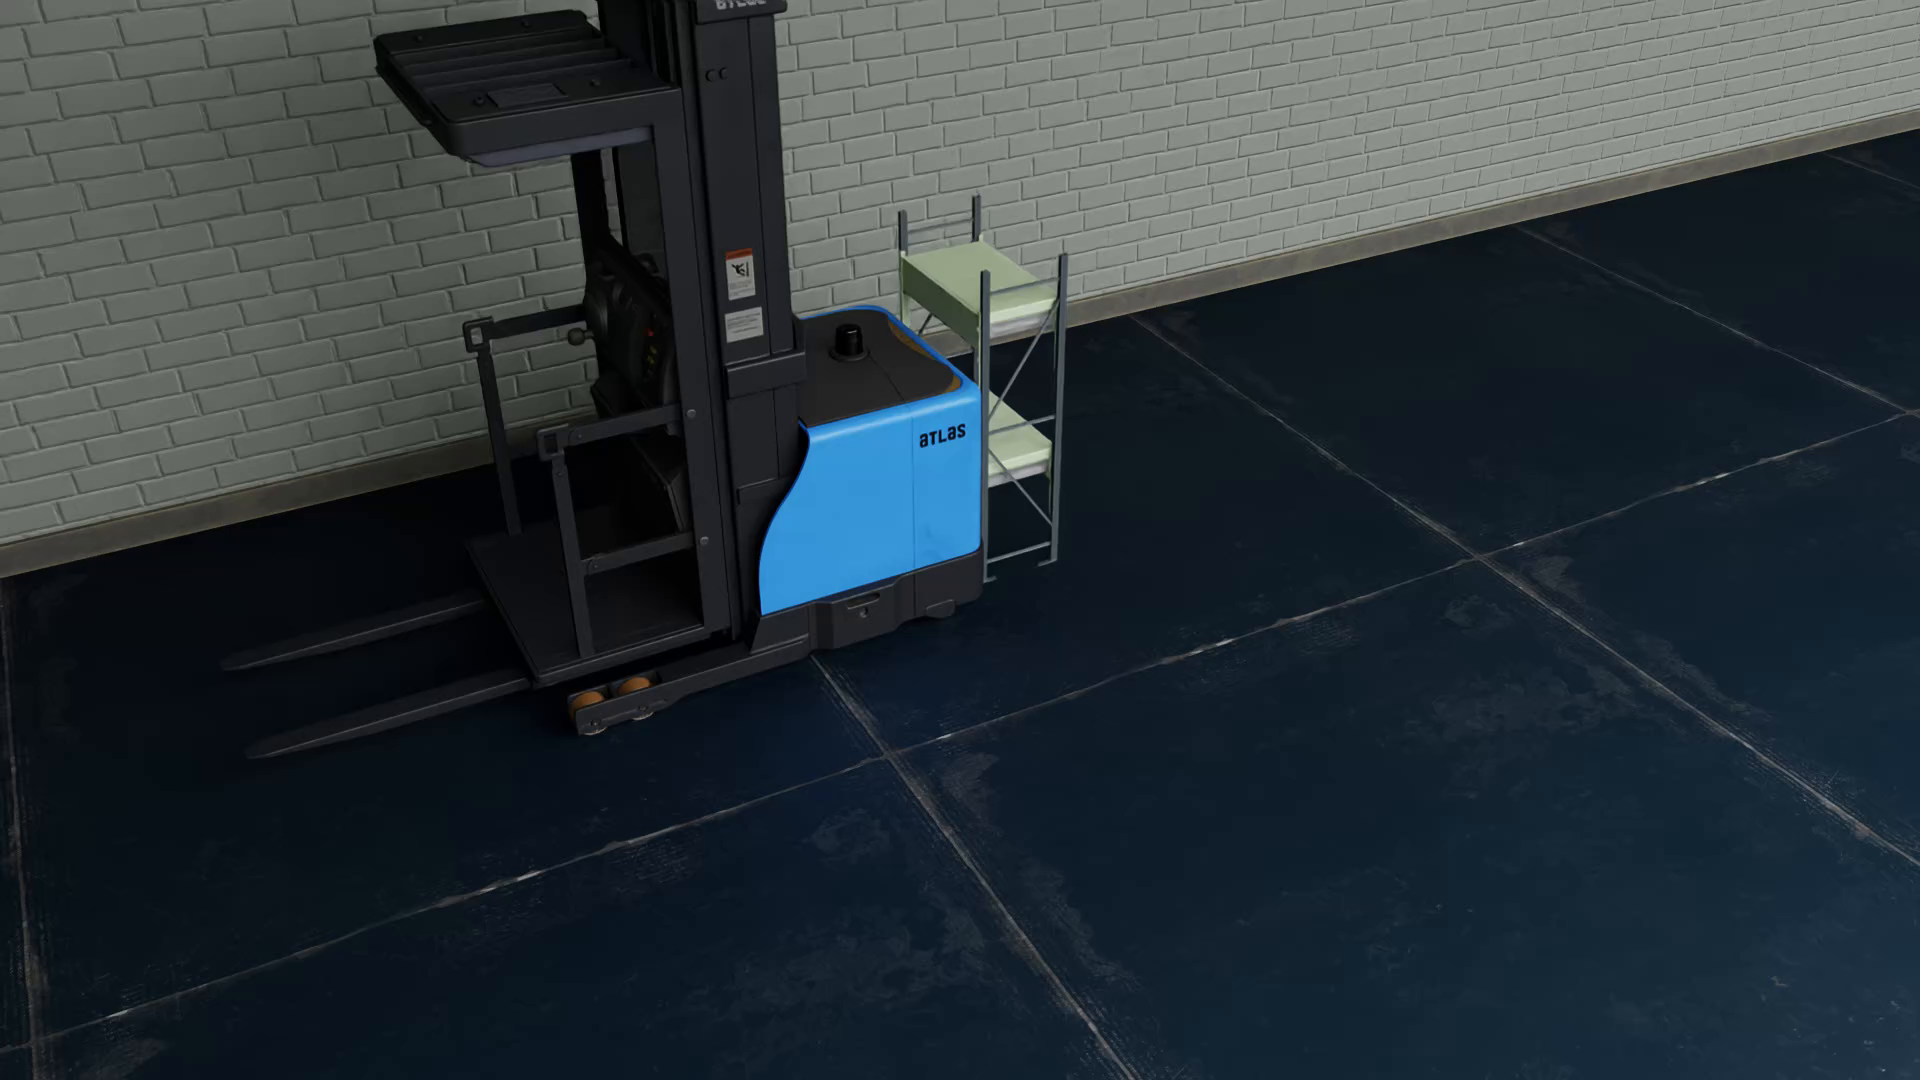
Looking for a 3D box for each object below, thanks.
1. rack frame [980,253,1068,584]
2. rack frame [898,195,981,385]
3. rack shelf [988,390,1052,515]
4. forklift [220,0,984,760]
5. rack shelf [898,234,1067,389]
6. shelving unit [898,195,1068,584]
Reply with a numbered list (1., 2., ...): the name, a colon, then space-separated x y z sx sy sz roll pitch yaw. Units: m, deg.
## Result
1. rack frame: 0.262 -0.489 7.123 0.400 1.500 0.023 -16 36 -24
2. rack frame: -0.087 -0.836 7.665 0.400 1.500 0.023 -16 36 -24
3. rack shelf: 0.088 -0.388 7.570 0.431 0.370 0.720 -16 36 -24
4. forklift: -1.441 -0.793 6.271 3.031 2.935 1.130 -16 36 -24
5. rack shelf: 0.088 -0.991 7.183 0.431 0.370 0.720 -16 36 -24
6. shelving unit: 0.088 -0.663 7.394 0.431 1.500 0.755 -16 36 -24
